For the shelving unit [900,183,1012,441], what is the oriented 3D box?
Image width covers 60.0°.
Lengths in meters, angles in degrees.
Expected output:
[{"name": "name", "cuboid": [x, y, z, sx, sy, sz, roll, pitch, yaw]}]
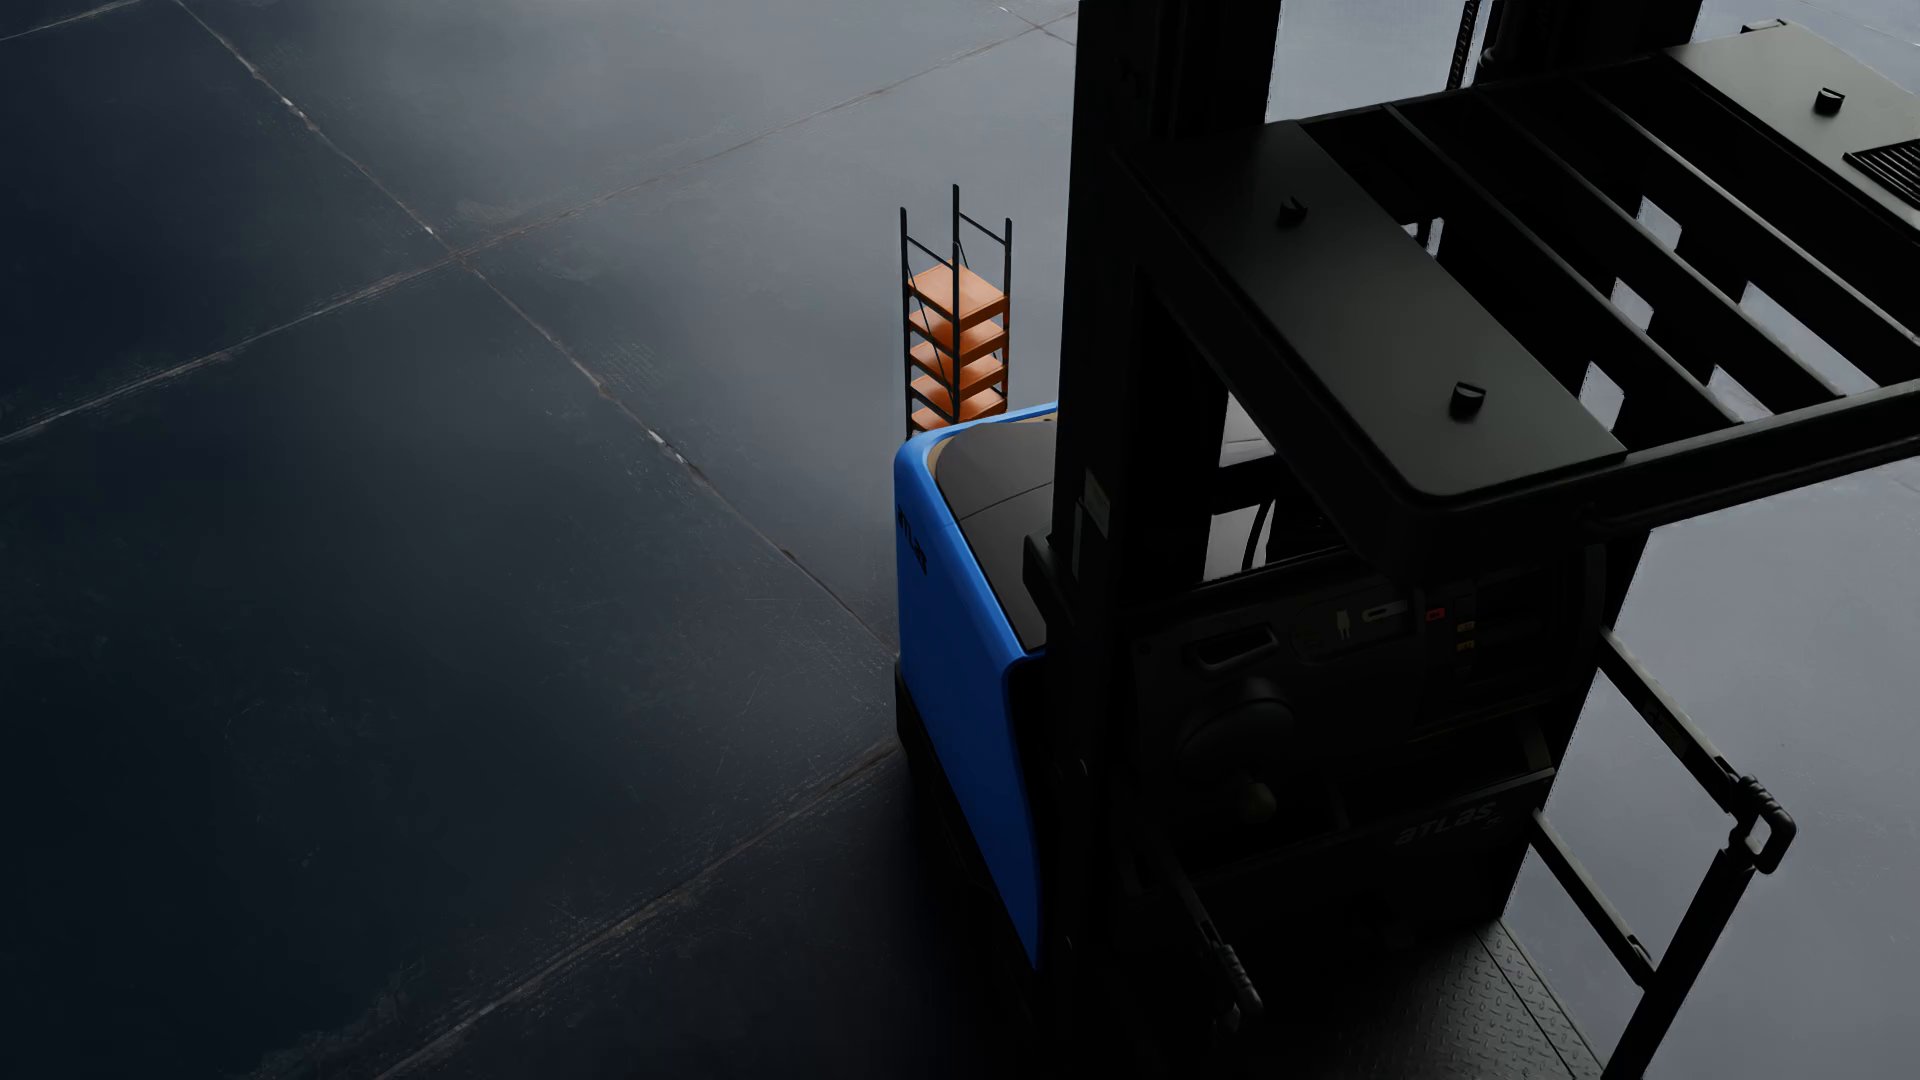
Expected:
[{"name": "shelving unit", "cuboid": [-0.011, -0.431, 4.832, 0.189, 1.200, 0.258, -30, 51, -28]}]

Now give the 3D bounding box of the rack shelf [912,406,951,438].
[{"name": "rack shelf", "cuboid": [-0.011, -0.311, 4.945, 0.180, 0.103, 0.258, -30, 51, -28]}]

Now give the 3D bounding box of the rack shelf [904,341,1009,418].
[{"name": "rack shelf", "cuboid": [-0.011, -0.486, 4.781, 0.180, 0.103, 0.258, -30, 51, -28]}]

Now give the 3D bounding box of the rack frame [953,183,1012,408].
[{"name": "rack frame", "cuboid": [0.059, -0.471, 4.875, 0.006, 1.200, 0.240, -30, 51, -28]}]

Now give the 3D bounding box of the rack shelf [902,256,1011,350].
[{"name": "rack shelf", "cuboid": [-0.011, -0.661, 4.616, 0.180, 0.103, 0.258, -30, 51, -28]}]

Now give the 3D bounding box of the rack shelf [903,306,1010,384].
[{"name": "rack shelf", "cuboid": [-0.011, -0.574, 4.699, 0.180, 0.103, 0.258, -30, 51, -28]}]

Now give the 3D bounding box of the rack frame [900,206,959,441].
[{"name": "rack frame", "cuboid": [-0.081, -0.391, 4.790, 0.006, 1.200, 0.240, -30, 51, -28]}]

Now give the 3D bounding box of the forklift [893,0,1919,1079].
[{"name": "forklift", "cuboid": [0.804, 0.307, 2.782, 1.130, 2.935, 3.031, -14, 45, -14]}]

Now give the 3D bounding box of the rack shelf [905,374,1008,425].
[{"name": "rack shelf", "cuboid": [-0.011, -0.399, 4.863, 0.180, 0.103, 0.258, -30, 51, -28]}]
